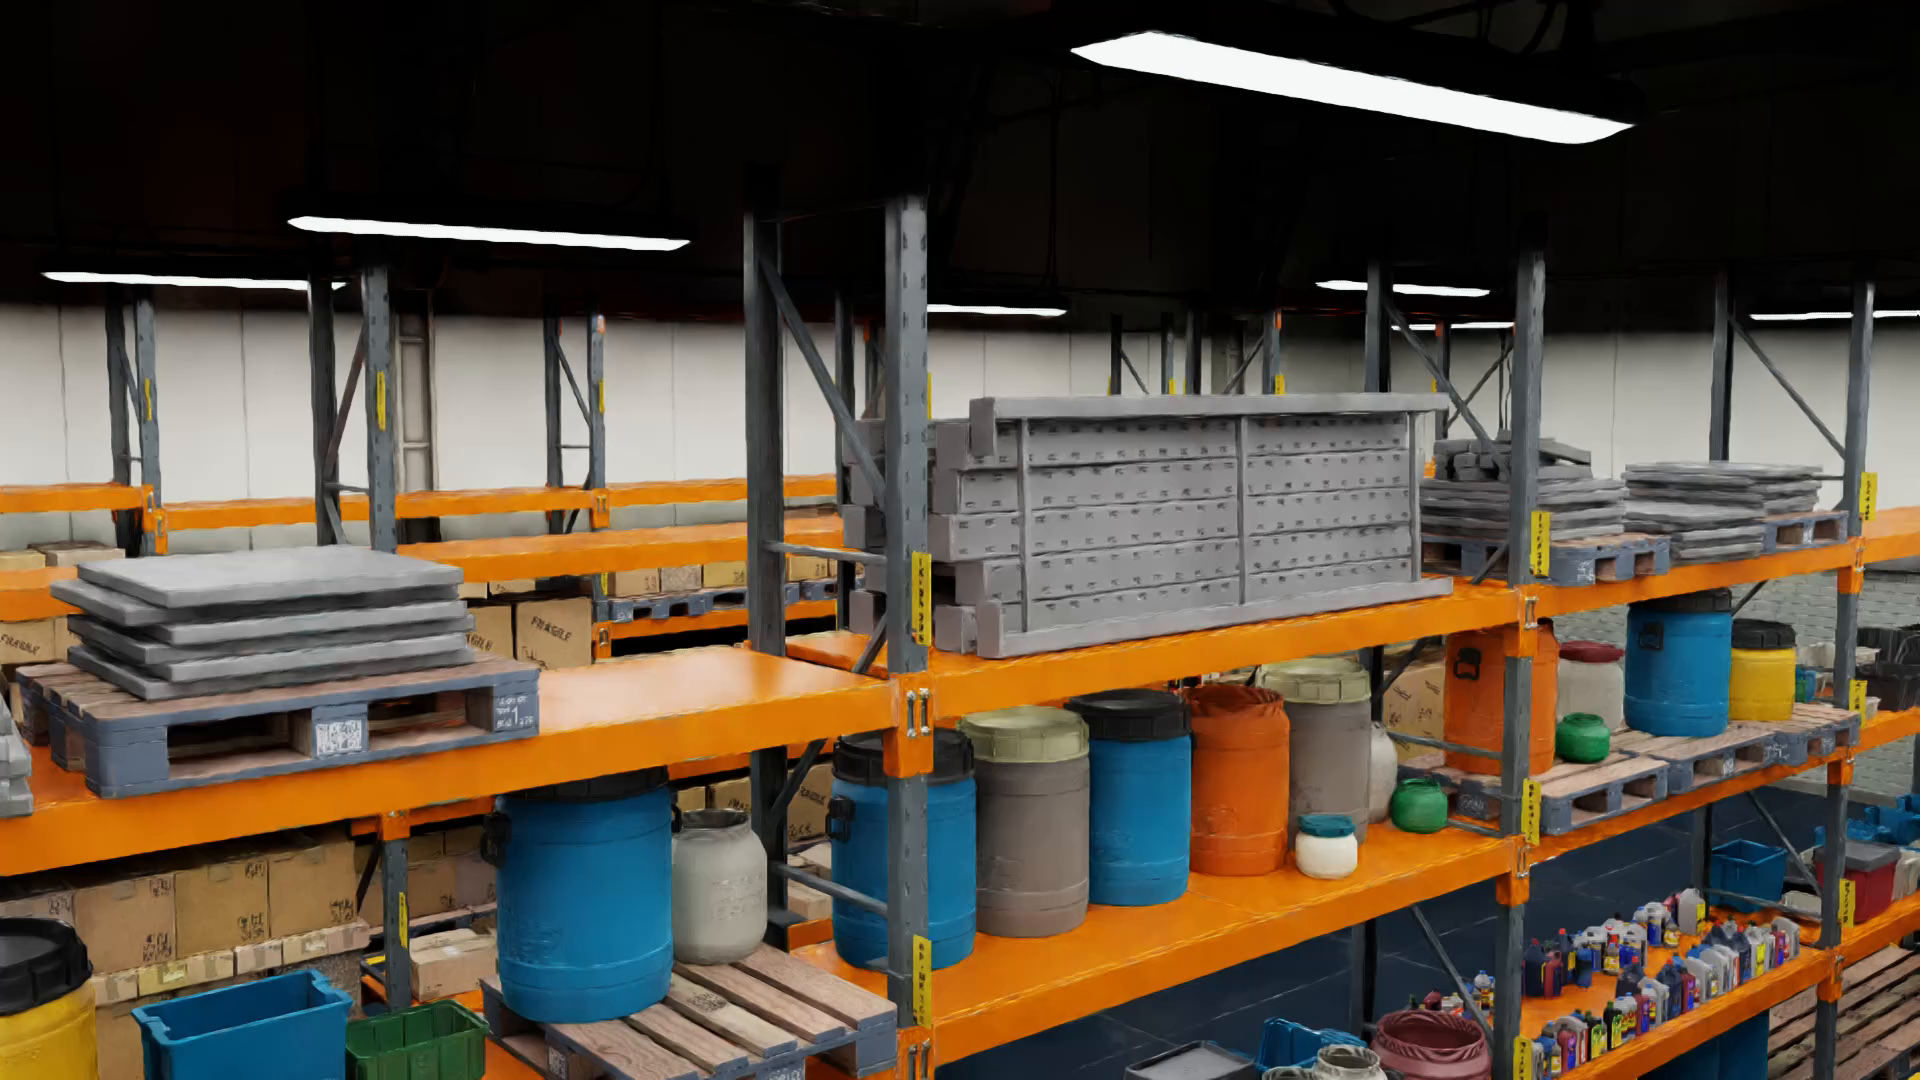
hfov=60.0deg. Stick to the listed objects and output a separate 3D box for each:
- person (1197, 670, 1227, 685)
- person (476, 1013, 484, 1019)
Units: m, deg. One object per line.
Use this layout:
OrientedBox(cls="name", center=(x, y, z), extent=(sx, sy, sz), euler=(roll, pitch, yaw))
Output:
OrientedBox(cls="person", center=(3.327, 2.129, 22.298), extent=(0.656, 1.777, 0.449), euler=(-1, 6, -6))
OrientedBox(cls="person", center=(-2.662, 3.441, 9.214), extent=(0.463, 1.673, 0.577), euler=(2, 6, 24))
